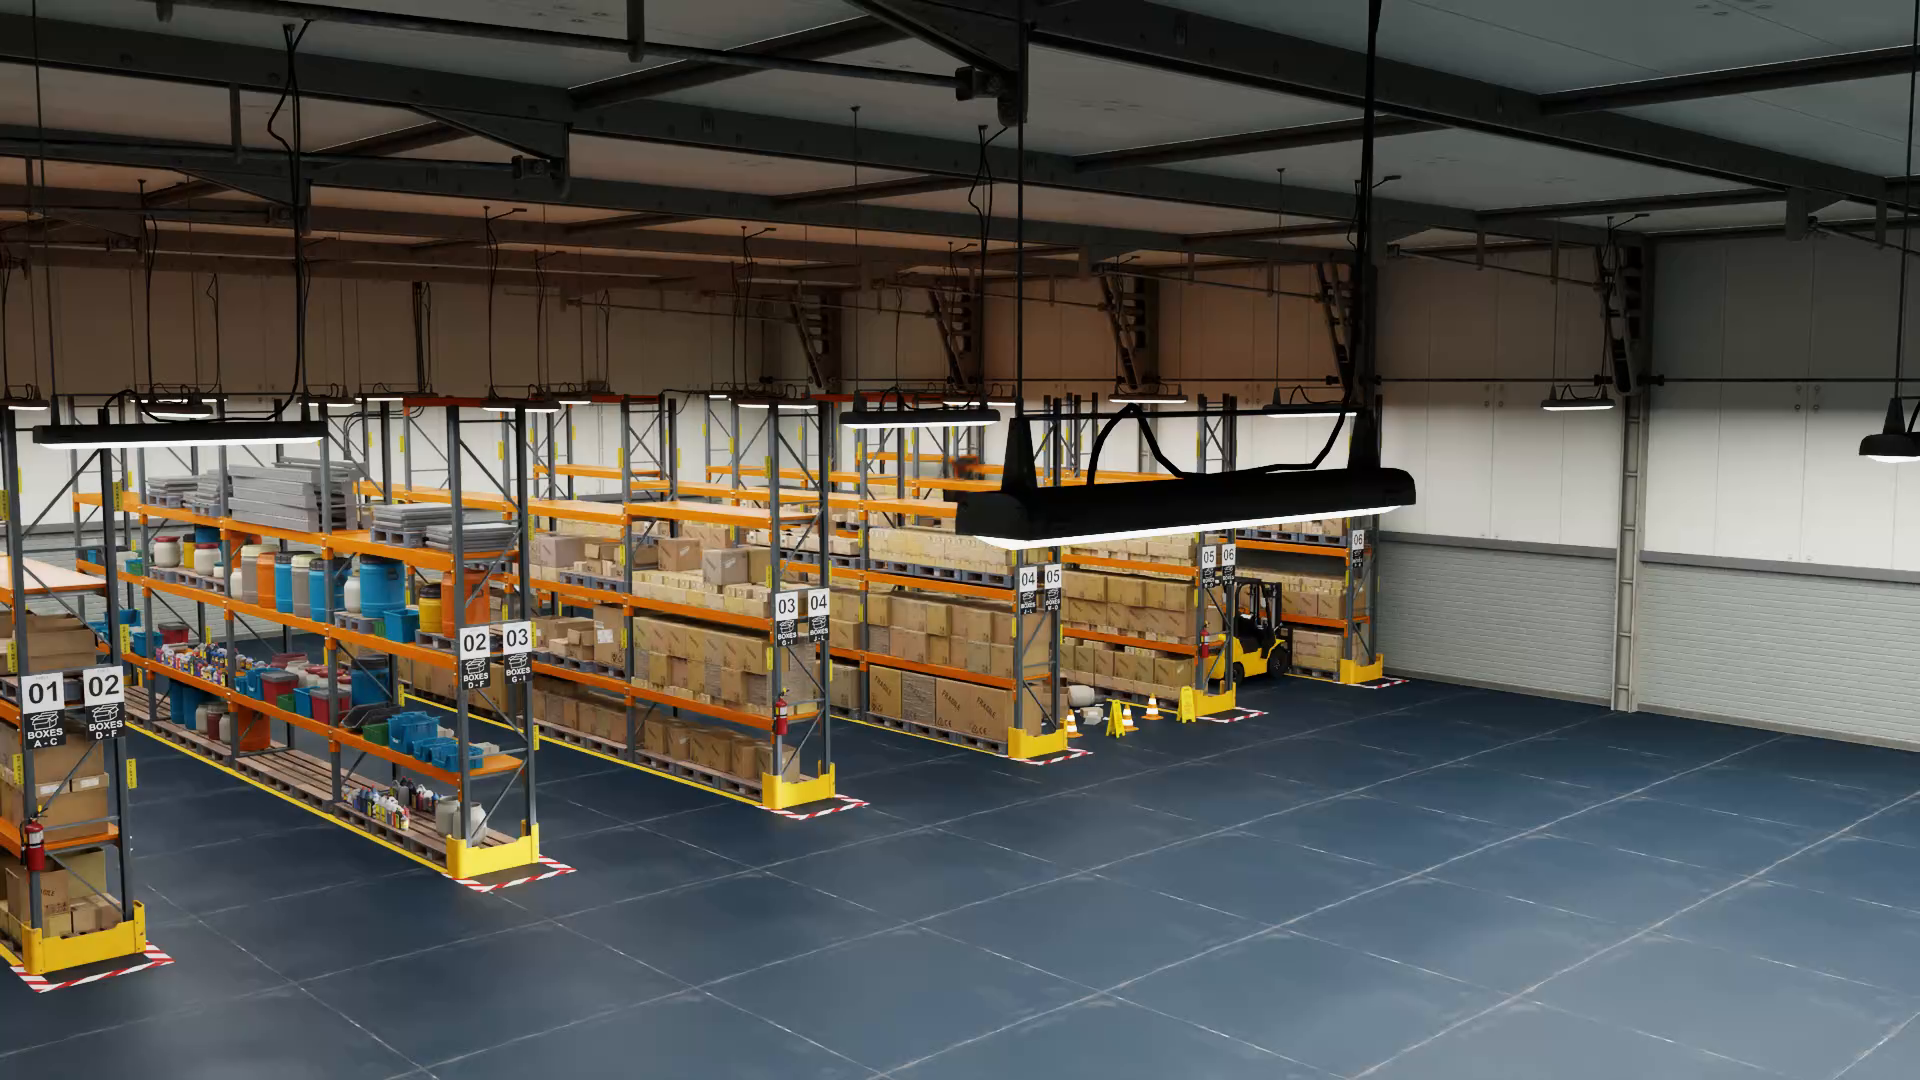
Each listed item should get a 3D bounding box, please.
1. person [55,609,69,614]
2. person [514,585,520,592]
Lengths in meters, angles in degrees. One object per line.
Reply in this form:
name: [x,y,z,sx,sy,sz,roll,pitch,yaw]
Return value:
person: [-18.579,2.228,34.307,0.528,1.574,0.744,-3,6,-25]
person: [-10.089,1.839,37.766,0.901,1.669,0.661,5,7,40]
